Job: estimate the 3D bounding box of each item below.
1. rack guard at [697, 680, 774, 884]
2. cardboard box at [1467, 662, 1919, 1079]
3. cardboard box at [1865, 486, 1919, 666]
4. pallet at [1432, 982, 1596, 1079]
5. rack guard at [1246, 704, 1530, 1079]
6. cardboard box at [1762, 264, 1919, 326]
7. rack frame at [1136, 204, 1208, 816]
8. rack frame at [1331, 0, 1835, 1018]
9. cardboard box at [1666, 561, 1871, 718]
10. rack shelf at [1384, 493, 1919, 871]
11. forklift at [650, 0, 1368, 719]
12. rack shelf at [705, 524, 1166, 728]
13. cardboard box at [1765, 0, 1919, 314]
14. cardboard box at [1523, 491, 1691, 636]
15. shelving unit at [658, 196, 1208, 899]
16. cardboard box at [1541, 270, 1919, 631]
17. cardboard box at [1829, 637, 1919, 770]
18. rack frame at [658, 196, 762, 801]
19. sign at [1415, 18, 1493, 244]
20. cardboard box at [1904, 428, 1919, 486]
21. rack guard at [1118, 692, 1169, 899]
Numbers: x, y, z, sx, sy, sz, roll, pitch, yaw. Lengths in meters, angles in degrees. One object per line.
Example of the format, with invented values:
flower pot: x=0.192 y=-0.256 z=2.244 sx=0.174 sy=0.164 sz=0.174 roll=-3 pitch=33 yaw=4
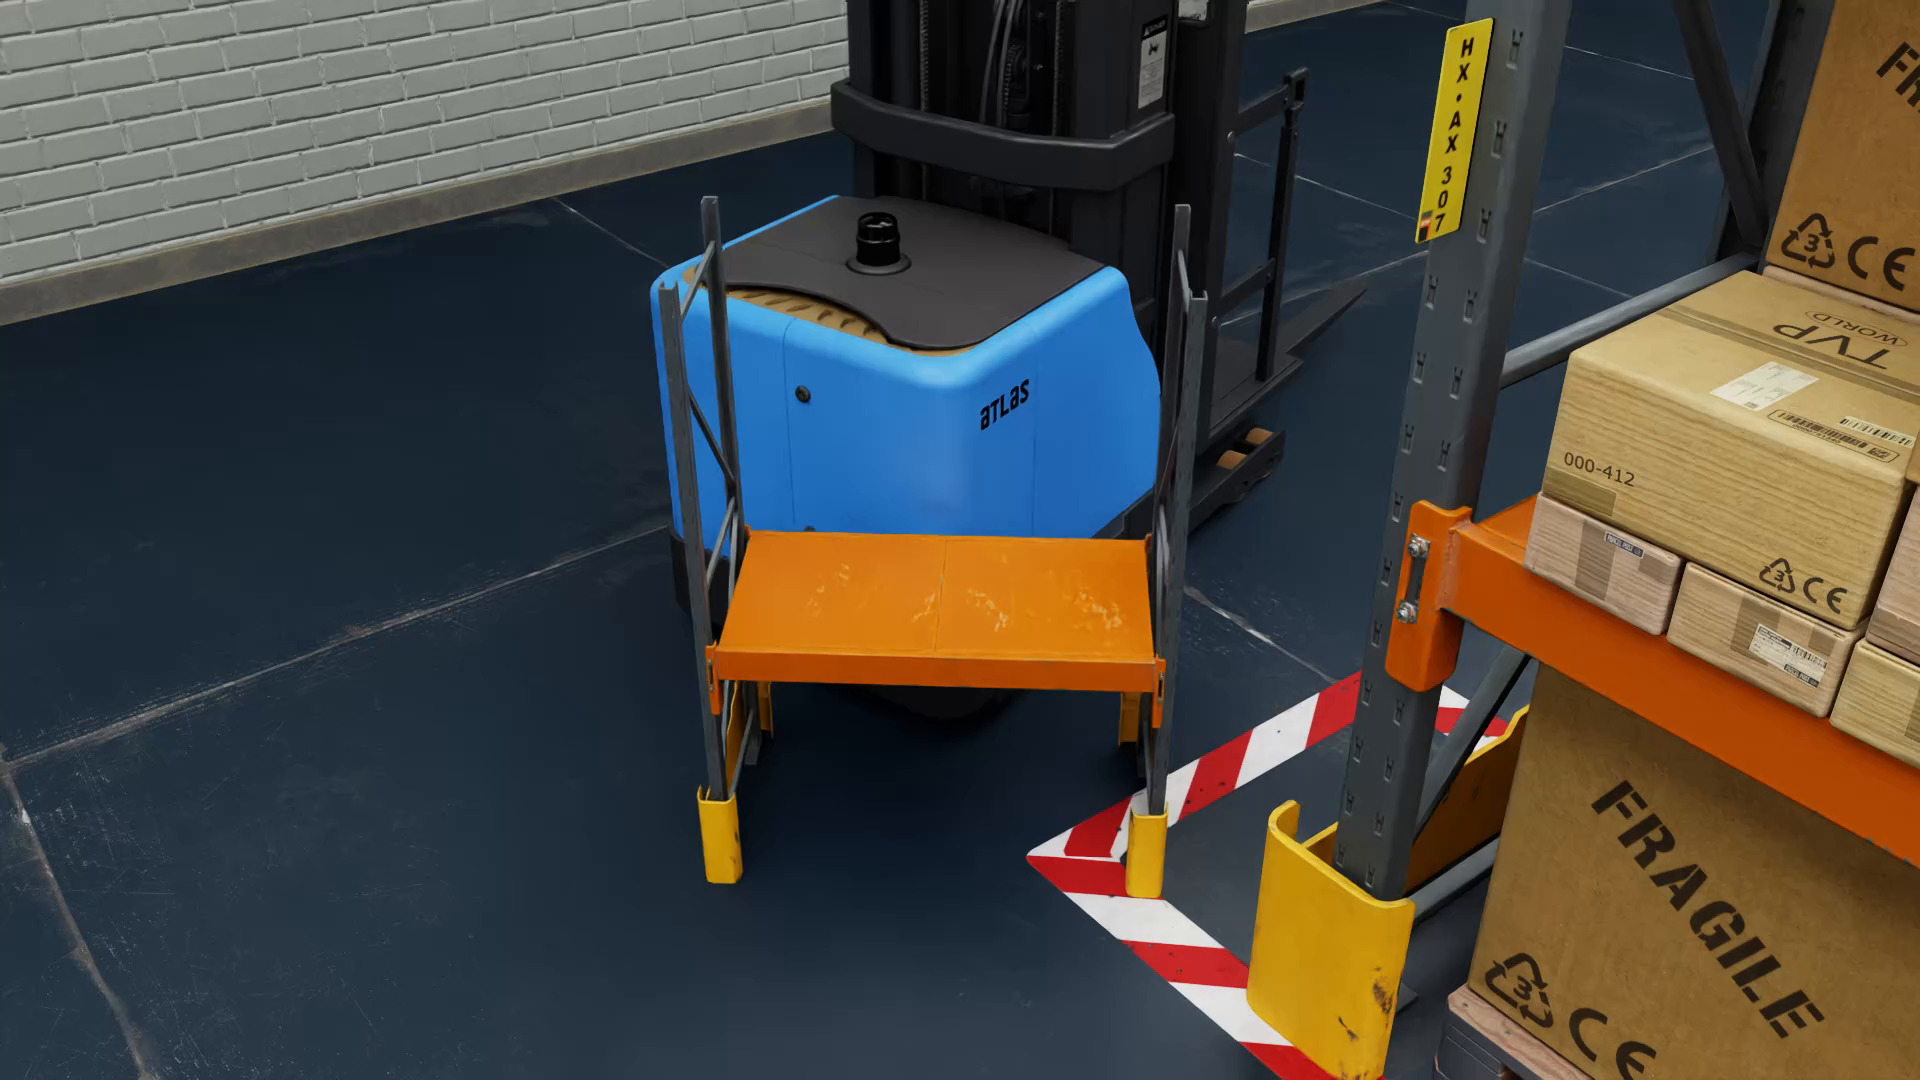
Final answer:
rack guard: x=-0.550 y=0.553 z=4.120 sx=0.087 sy=0.250 sz=0.587 roll=1 pitch=32 yaw=2
cardboard box: x=1.637 y=0.580 z=3.089 sx=0.875 sy=0.875 sz=0.875 roll=-22 pitch=38 yaw=-31
cardboard box: x=1.586 y=0.054 z=2.180 sx=0.500 sy=0.250 sz=0.500 roll=-23 pitch=38 yaw=-32
pallet: x=1.733 y=1.107 z=3.267 sx=1.003 sy=0.211 sz=1.213 roll=-22 pitch=38 yaw=-31
rack guard: x=1.167 y=0.667 z=3.703 sx=1.175 sy=0.500 sz=0.348 roll=-22 pitch=38 yaw=-31
cardboard box: x=1.688 y=-0.332 z=2.801 sx=0.500 sy=0.250 sz=0.500 roll=-23 pitch=39 yaw=-32
rack frame: x=0.464 y=0.049 z=3.746 sx=0.032 sy=1.500 sz=0.500 roll=1 pitch=32 yaw=2
rack frame: x=1.181 y=-0.385 z=3.027 sx=1.000 sy=3.000 sz=0.127 roll=-22 pitch=38 yaw=-31
cardboard box: x=1.297 y=0.083 z=2.512 sx=0.380 sy=0.149 sz=0.250 roll=-23 pitch=38 yaw=-32
rack shelf: x=2.408 y=0.754 z=1.875 sx=1.077 sy=0.370 sz=4.000 roll=-22 pitch=38 yaw=-31
forklift: x=0.434 y=-1.503 z=4.892 sx=1.130 sy=2.935 sz=3.031 roll=20 pitch=37 yaw=29
rack shelf: x=-0.043 y=0.189 z=3.863 sx=1.000 sy=0.185 sz=0.538 roll=1 pitch=32 yaw=2
cardboard box: x=1.688 y=-0.648 z=2.600 sx=0.500 sy=0.500 sz=0.500 roll=-22 pitch=38 yaw=-31
cardboard box: x=1.138 y=-0.024 z=2.683 sx=0.380 sy=0.149 sz=0.250 roll=-22 pitch=38 yaw=-31
shelving unit: x=-0.053 y=0.036 z=3.768 sx=1.083 sy=1.500 sz=0.587 roll=1 pitch=32 yaw=2
cardboard box: x=1.262 y=-0.160 z=2.525 sx=0.500 sy=0.250 sz=0.500 roll=-23 pitch=39 yaw=-33
cardboard box: x=1.454 y=0.189 z=2.340 sx=0.380 sy=0.149 sz=0.250 roll=-23 pitch=39 yaw=-32
rack frame: x=-0.551 y=0.023 z=3.788 sx=0.032 sy=1.500 sz=0.500 roll=1 pitch=32 yaw=2
sign: x=0.739 y=-0.609 z=2.493 sx=0.100 sy=0.325 sz=0.005 roll=-22 pitch=38 yaw=-31
cardboard box: x=1.569 y=-0.271 z=1.992 sx=0.500 sy=0.500 sz=0.500 roll=-23 pitch=39 yaw=-32
rack guard: x=0.445 y=0.578 z=4.079 sx=0.087 sy=0.250 sz=0.587 roll=1 pitch=32 yaw=2
